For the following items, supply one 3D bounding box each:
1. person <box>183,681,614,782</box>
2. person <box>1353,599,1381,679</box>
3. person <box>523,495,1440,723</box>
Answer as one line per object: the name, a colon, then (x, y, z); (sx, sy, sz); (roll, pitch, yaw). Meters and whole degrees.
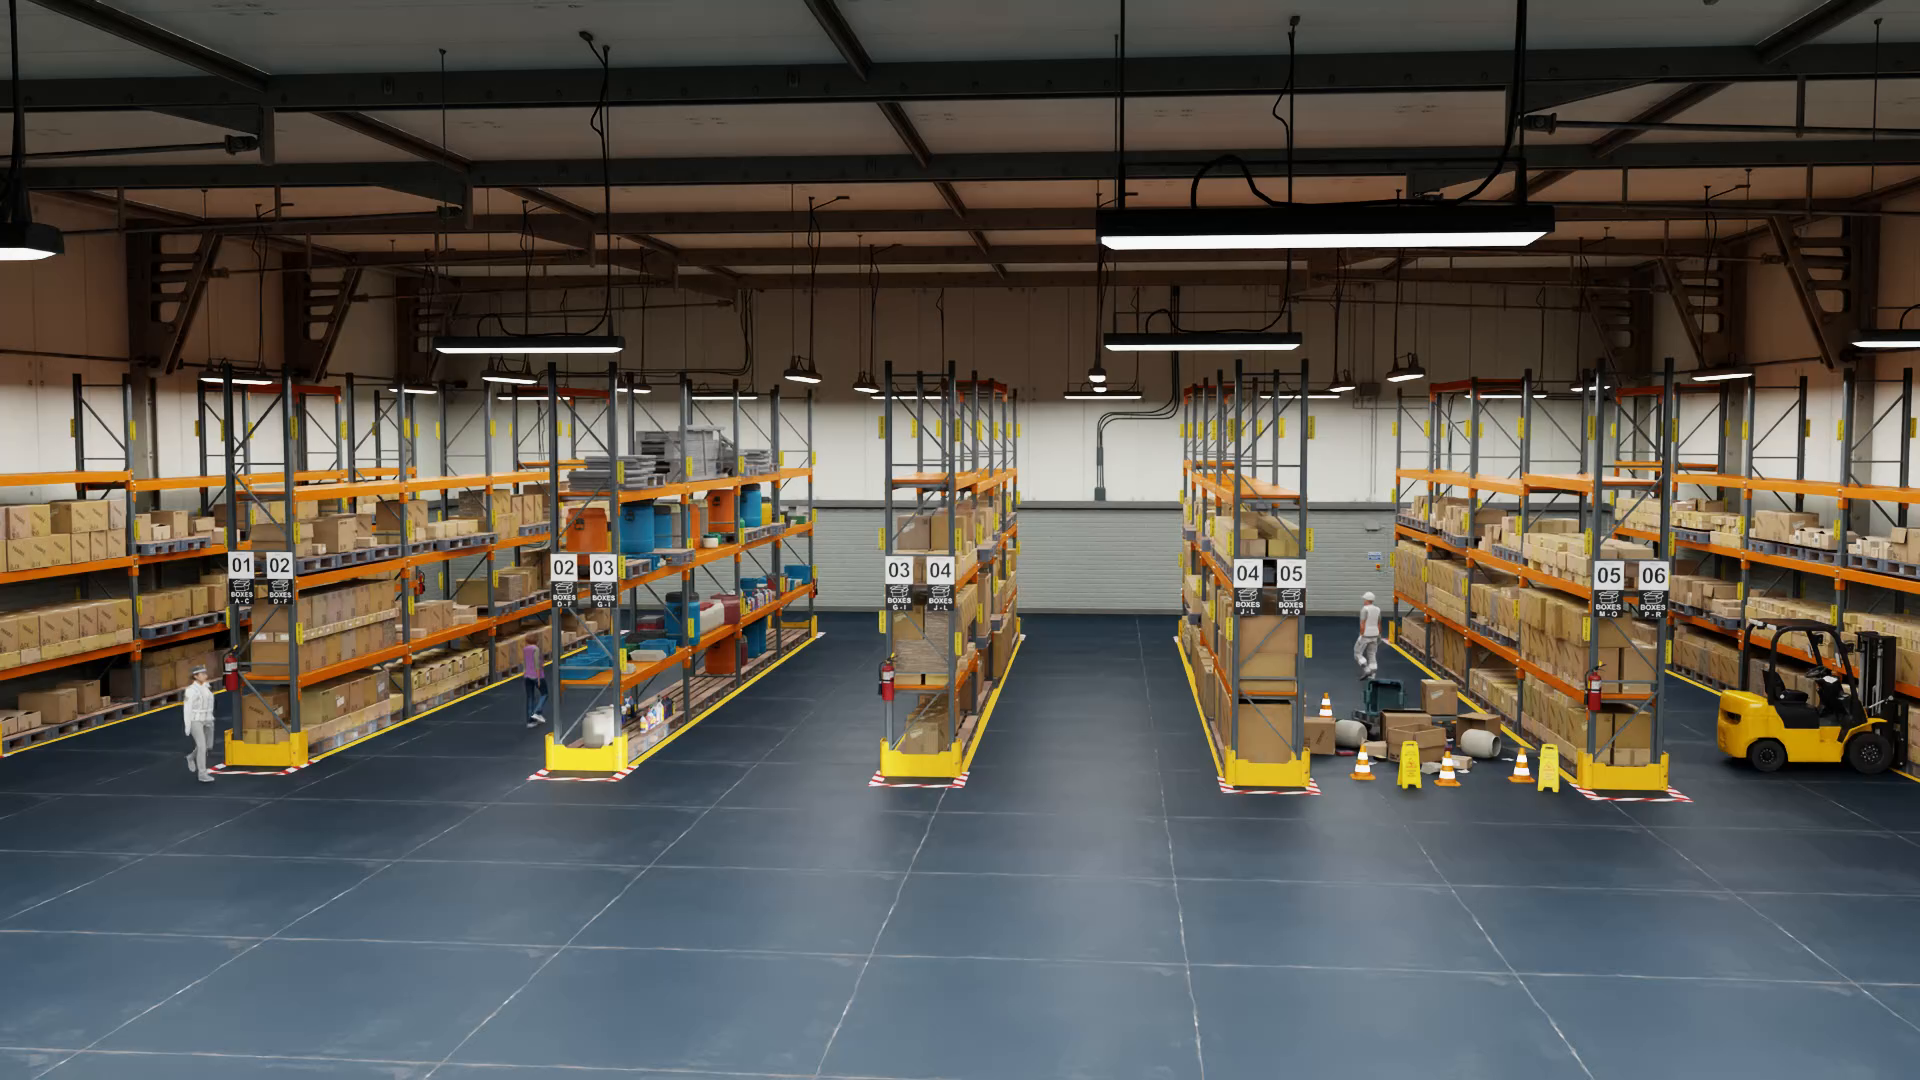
person: (-8.240, 2.645, 24.803); (4.608, 1.417, 4.738); (2, 4, 27)
person: (8.150, 1.925, 33.108); (0.560, 1.680, 0.439); (-2, 4, -28)
person: (1.621, 1.040, 32.597); (15.754, 3.469, 13.129); (1, 4, 12)
